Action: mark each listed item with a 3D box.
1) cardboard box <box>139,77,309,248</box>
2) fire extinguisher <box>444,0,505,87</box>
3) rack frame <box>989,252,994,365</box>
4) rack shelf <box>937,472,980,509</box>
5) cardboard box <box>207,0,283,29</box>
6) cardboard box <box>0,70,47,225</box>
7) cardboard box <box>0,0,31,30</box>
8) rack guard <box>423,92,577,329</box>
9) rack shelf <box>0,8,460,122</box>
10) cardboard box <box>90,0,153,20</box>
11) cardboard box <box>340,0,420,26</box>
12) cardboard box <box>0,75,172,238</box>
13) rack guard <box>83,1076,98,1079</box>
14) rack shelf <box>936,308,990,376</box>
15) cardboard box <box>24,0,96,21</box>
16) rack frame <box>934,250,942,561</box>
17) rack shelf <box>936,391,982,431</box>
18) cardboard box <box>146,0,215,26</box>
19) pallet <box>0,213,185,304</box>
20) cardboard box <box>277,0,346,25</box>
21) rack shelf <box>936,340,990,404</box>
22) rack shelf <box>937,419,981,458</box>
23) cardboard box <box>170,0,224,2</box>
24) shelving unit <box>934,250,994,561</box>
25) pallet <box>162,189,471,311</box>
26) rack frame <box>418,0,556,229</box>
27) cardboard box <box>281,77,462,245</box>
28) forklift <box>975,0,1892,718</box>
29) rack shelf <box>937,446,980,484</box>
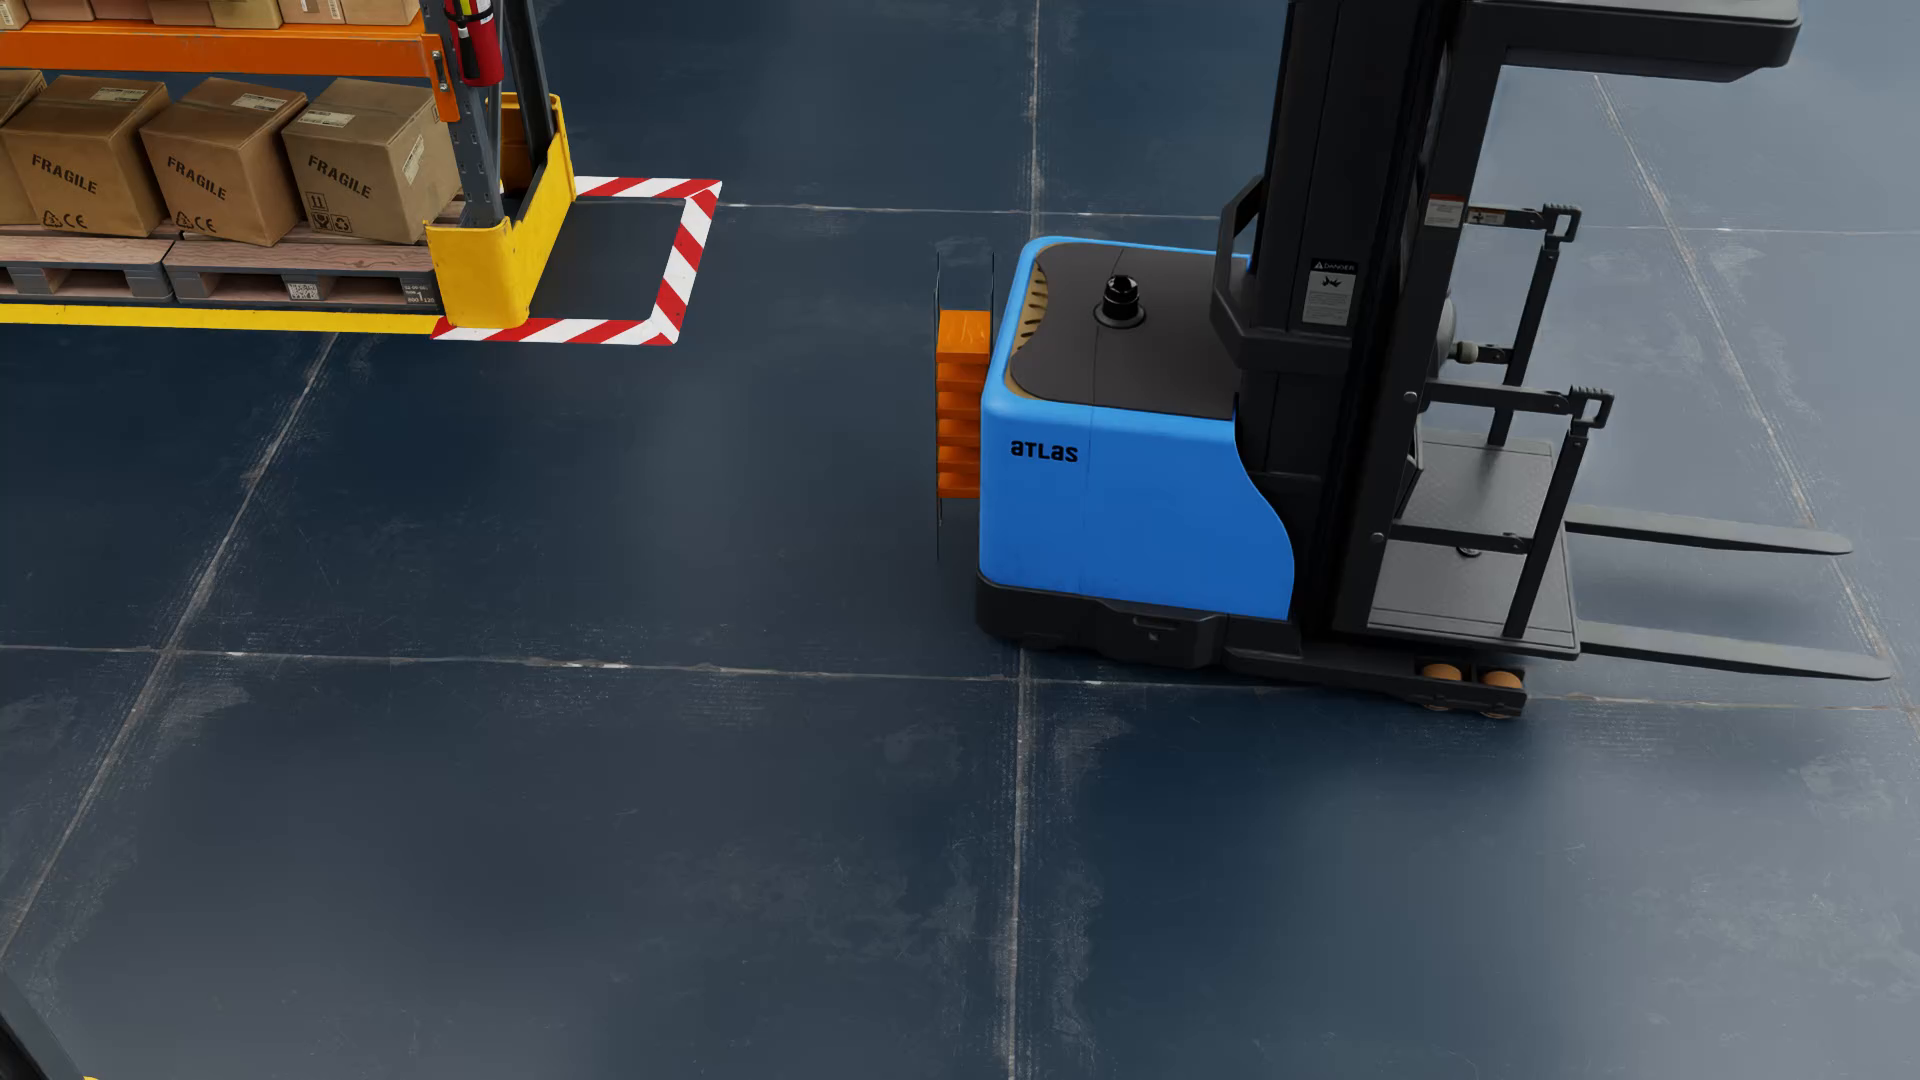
[{"bbox_3d":[-3.195,-1.680,7.378,0.500,0.500,0.500,12,44,13],"label":"cardboard box"},{"bbox_3d":[-1.879,-2.069,6.327,0.183,0.674,0.296,2,43,2],"label":"fire extinguisher"},{"bbox_3d":[0.106,-0.436,5.838,0.006,1.200,0.240,2,43,2],"label":"rack frame"},{"bbox_3d":[0.014,-0.230,6.034,0.180,0.103,0.258,2,43,2],"label":"rack shelf"},{"bbox_3d":[-2.769,-2.172,6.565,0.250,0.149,0.380,2,43,2],"label":"cardboard box"},{"bbox_3d":[-4.375,-1.759,7.464,0.500,0.500,0.500,-2,43,-2],"label":"cardboard box"},{"bbox_3d":[-3.770,-2.166,6.558,0.250,0.149,0.380,2,43,2],"label":"cardboard box"},{"bbox_3d":[-2.049,-1.503,7.496,0.348,0.500,1.175,2,43,2],"label":"rack guard"},{"bbox_3d":[-3.971,-2.213,6.953,4.000,0.370,1.077,2,43,2],"label":"rack shelf"},{"bbox_3d":[-3.266,-2.226,6.623,0.250,0.149,0.380,2,43,2],"label":"cardboard box"},{"bbox_3d":[-2.267,-2.191,6.586,0.250,0.149,0.380,2,43,2],"label":"cardboard box"},{"bbox_3d":[-3.819,-1.712,7.412,0.500,0.500,0.500,5,43,6],"label":"cardboard box"},{"bbox_3d":[-2.274,1.902,3.841,0.348,0.500,1.175,2,43,2],"label":"rack guard"},{"bbox_3d":[0.014,-0.669,5.625,0.180,0.103,0.258,2,43,2],"label":"rack shelf"},{"bbox_3d":[-3.516,-2.218,6.615,0.250,0.149,0.380,2,43,2],"label":"cardboard box"},{"bbox_3d":[-0.077,-0.441,5.844,0.006,1.200,0.240,2,43,2],"label":"rack frame"},{"bbox_3d":[0.014,-0.494,5.789,0.180,0.103,0.258,2,43,2],"label":"rack shelf"},{"bbox_3d":[-3.018,-2.190,6.585,0.250,0.149,0.380,2,43,2],"label":"cardboard box"},{"bbox_3d":[-4.074,-1.485,7.689,1.213,0.211,1.003,2,43,2],"label":"pallet"},{"bbox_3d":[-2.517,-2.199,6.594,0.250,0.149,0.380,2,43,2],"label":"cardboard box"},{"bbox_3d":[0.014,-0.582,5.707,0.180,0.103,0.258,2,43,2],"label":"rack shelf"},{"bbox_3d":[0.014,-0.406,5.871,0.180,0.103,0.258,2,43,2],"label":"rack shelf"},{"bbox_3d":[-3.026,-2.530,6.473,0.500,0.500,0.875,2,43,2],"label":"cardboard box"},{"bbox_3d":[0.014,-0.439,5.841,0.189,1.200,0.258,2,43,2],"label":"shelving unit"},{"bbox_3d":[-2.859,-1.446,7.647,1.213,0.211,1.003,2,43,2],"label":"pallet"},{"bbox_3d":[-1.973,-2.415,6.642,0.127,3.000,1.000,2,43,2],"label":"rack frame"},{"bbox_3d":[-2.596,-1.684,7.383,0.500,0.500,0.500,9,44,10],"label":"cardboard box"},{"bbox_3d":[1.619,-0.866,5.029,3.031,2.935,1.130,7,43,7],"label":"forklift"},{"bbox_3d":[0.014,-0.318,5.953,0.180,0.103,0.258,2,43,2],"label":"rack shelf"}]
